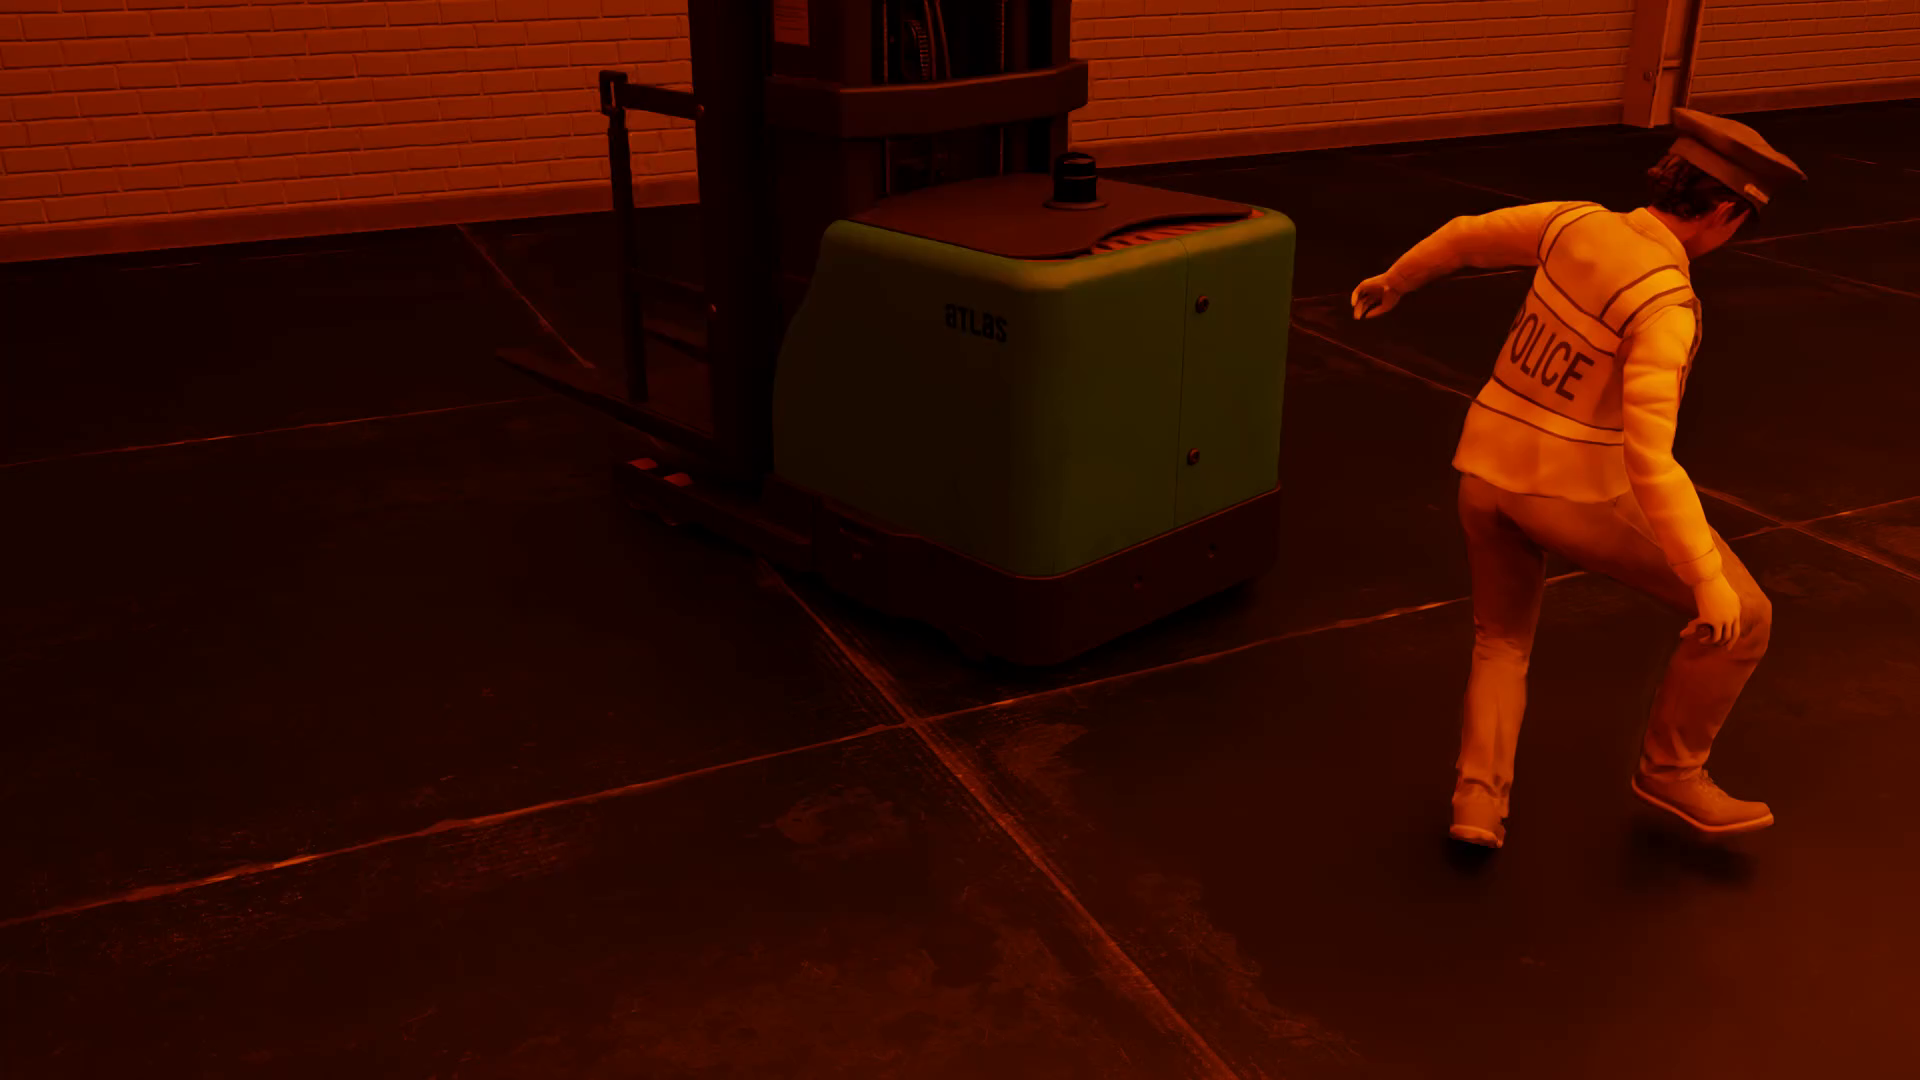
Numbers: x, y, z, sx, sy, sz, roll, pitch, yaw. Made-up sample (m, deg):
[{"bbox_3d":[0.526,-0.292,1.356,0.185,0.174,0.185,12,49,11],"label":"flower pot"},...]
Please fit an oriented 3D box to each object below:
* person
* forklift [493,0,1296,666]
[{"bbox_3d":[1.210,-0.120,3.484,0.628,1.562,1.108,-10,25,-23],"label":"person"},{"bbox_3d":[-0.467,-1.515,4.933,1.130,2.935,3.031,-20,30,-39],"label":"forklift"}]
